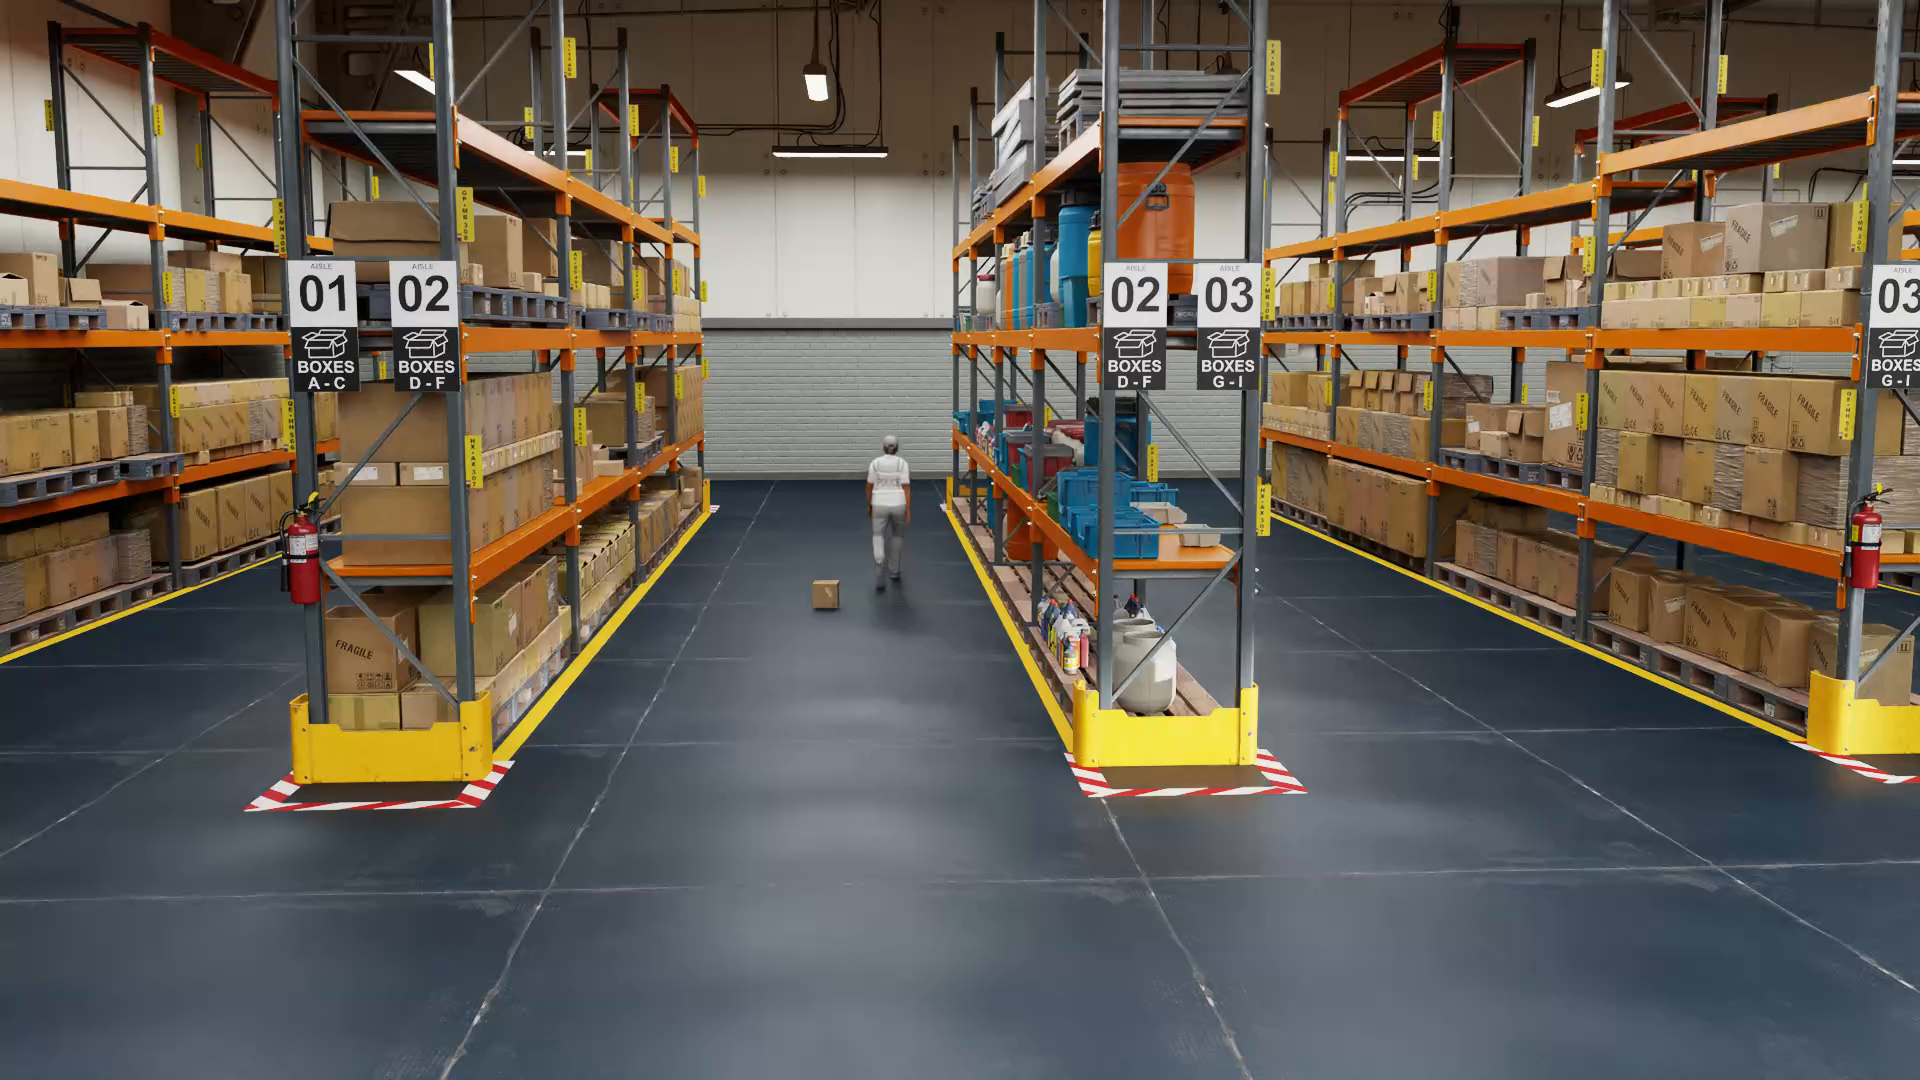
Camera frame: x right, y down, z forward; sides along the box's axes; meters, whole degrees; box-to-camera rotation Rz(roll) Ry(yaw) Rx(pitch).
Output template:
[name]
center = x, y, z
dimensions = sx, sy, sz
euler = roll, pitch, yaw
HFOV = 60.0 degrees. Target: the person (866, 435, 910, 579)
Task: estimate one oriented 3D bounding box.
[person]
center = -0.804, -0.362, 18.640
dimensions = 0.492, 1.623, 0.858
euler = 0, 7, 0
